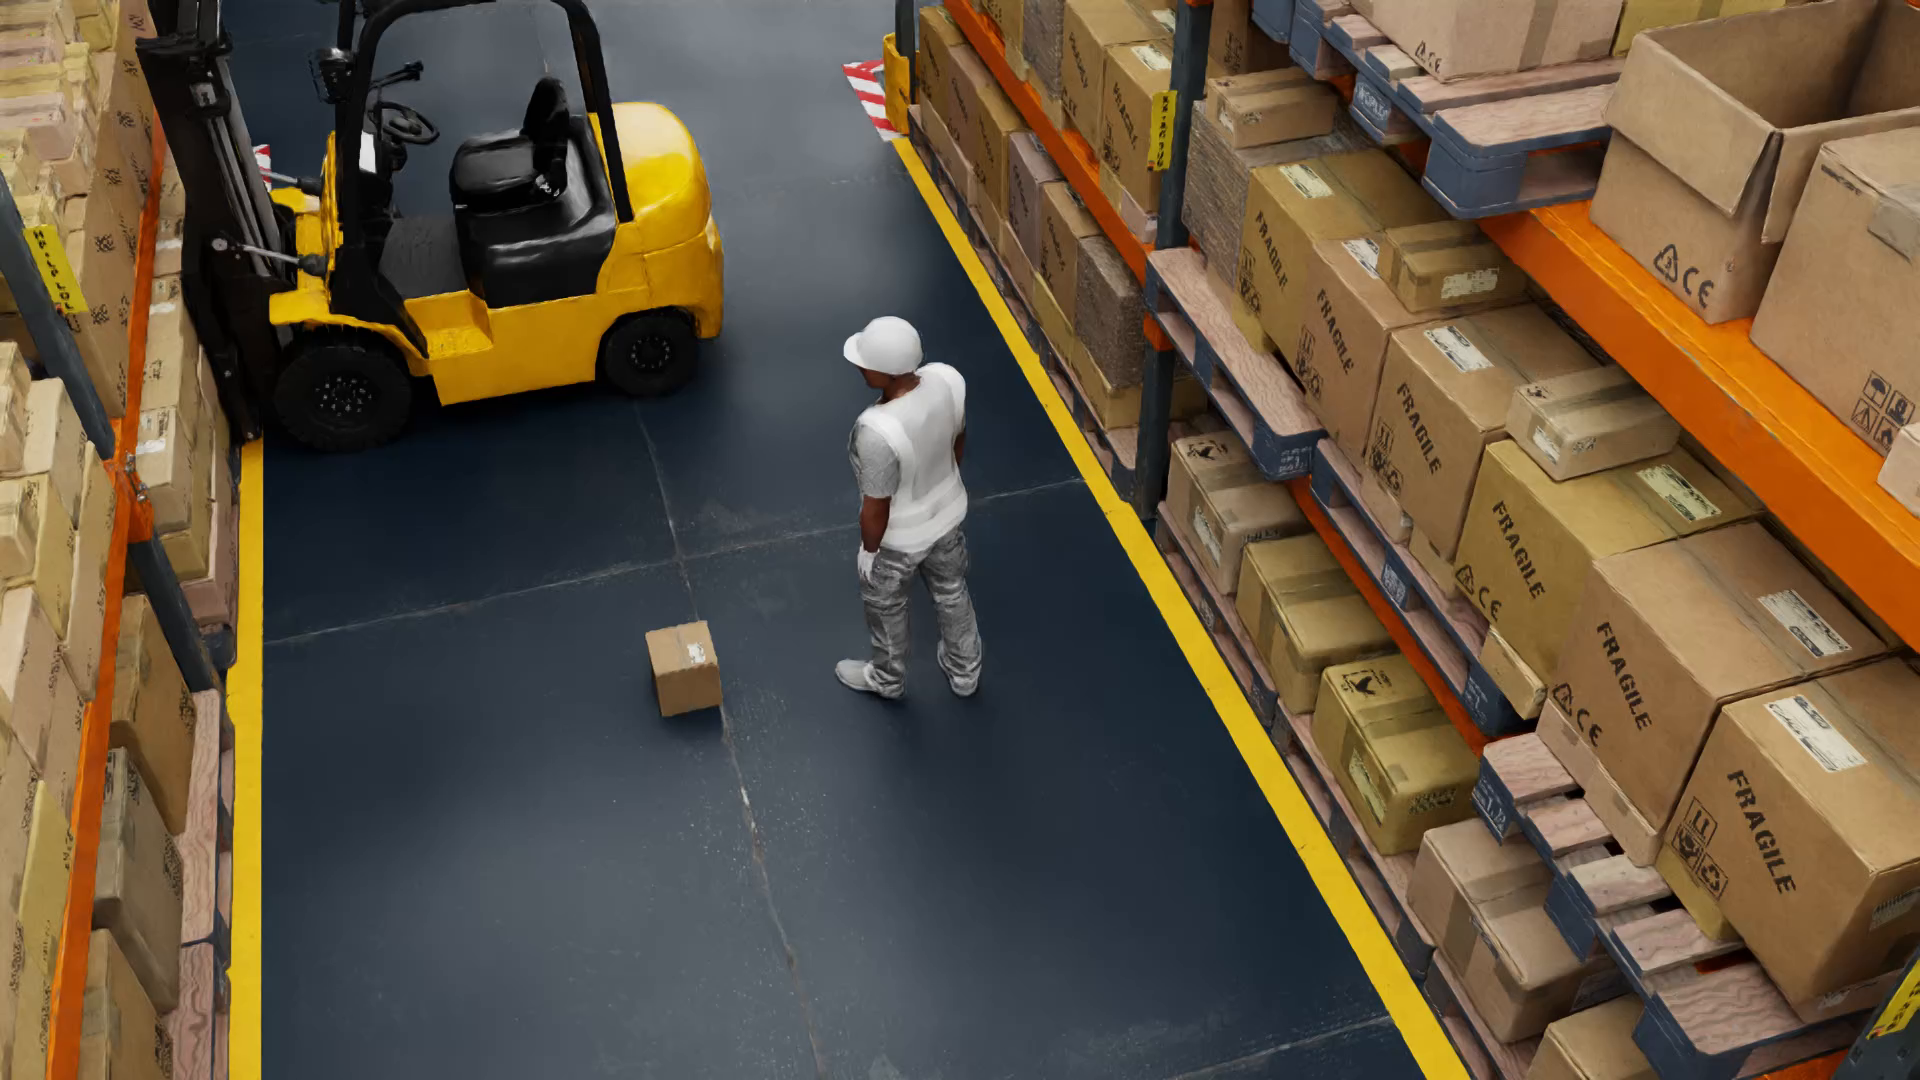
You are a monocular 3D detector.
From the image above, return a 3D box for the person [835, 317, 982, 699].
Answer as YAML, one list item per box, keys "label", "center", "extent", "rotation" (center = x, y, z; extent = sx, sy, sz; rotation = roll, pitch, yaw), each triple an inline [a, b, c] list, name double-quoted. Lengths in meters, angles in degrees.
- label: "person"
  center: [-0.206, -0.088, 6.234]
  extent: [0.534, 1.788, 0.566]
  rotation: [31, 50, 30]
